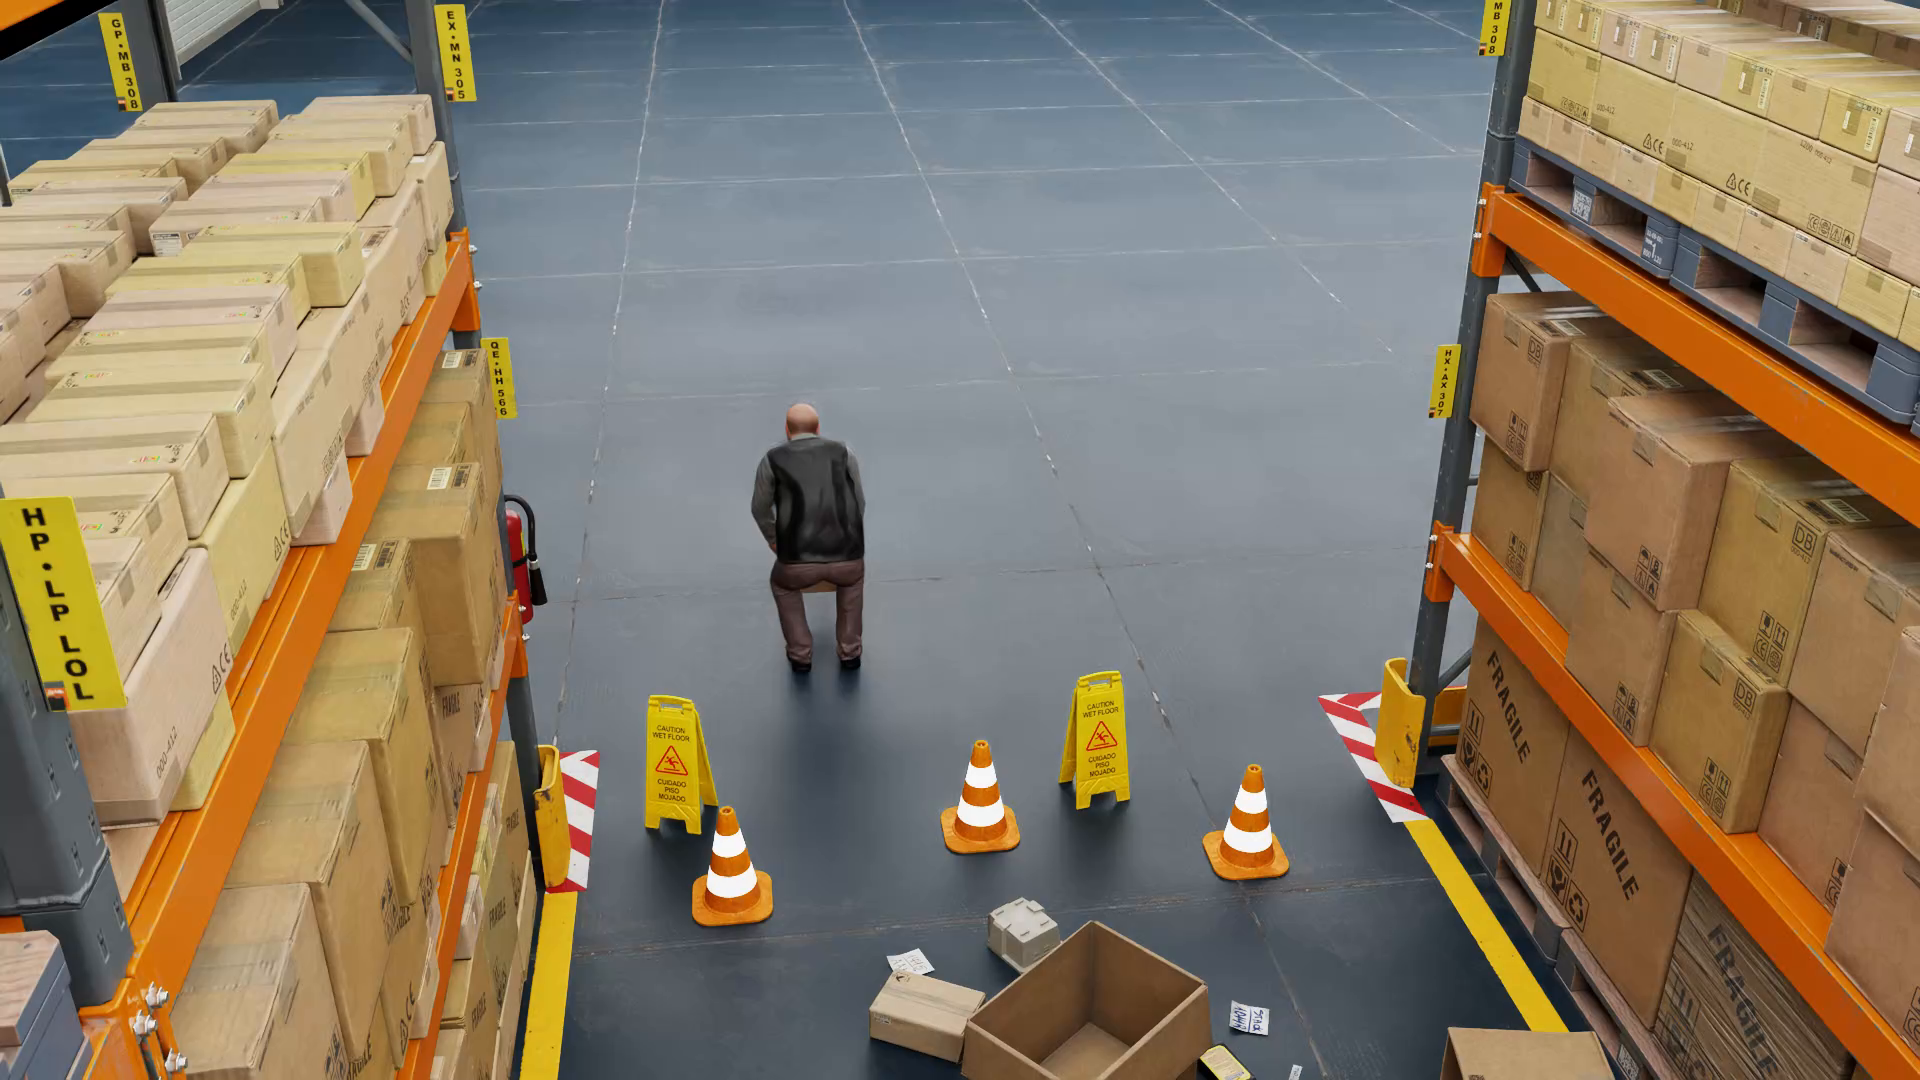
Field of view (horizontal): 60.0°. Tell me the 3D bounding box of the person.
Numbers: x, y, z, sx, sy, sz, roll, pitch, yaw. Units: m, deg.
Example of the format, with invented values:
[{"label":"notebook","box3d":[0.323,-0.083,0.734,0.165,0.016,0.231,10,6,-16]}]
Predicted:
[{"label":"person","box3d":[-0.766,0.019,8.556,0.590,1.318,0.754,-4,27,-7]}]
